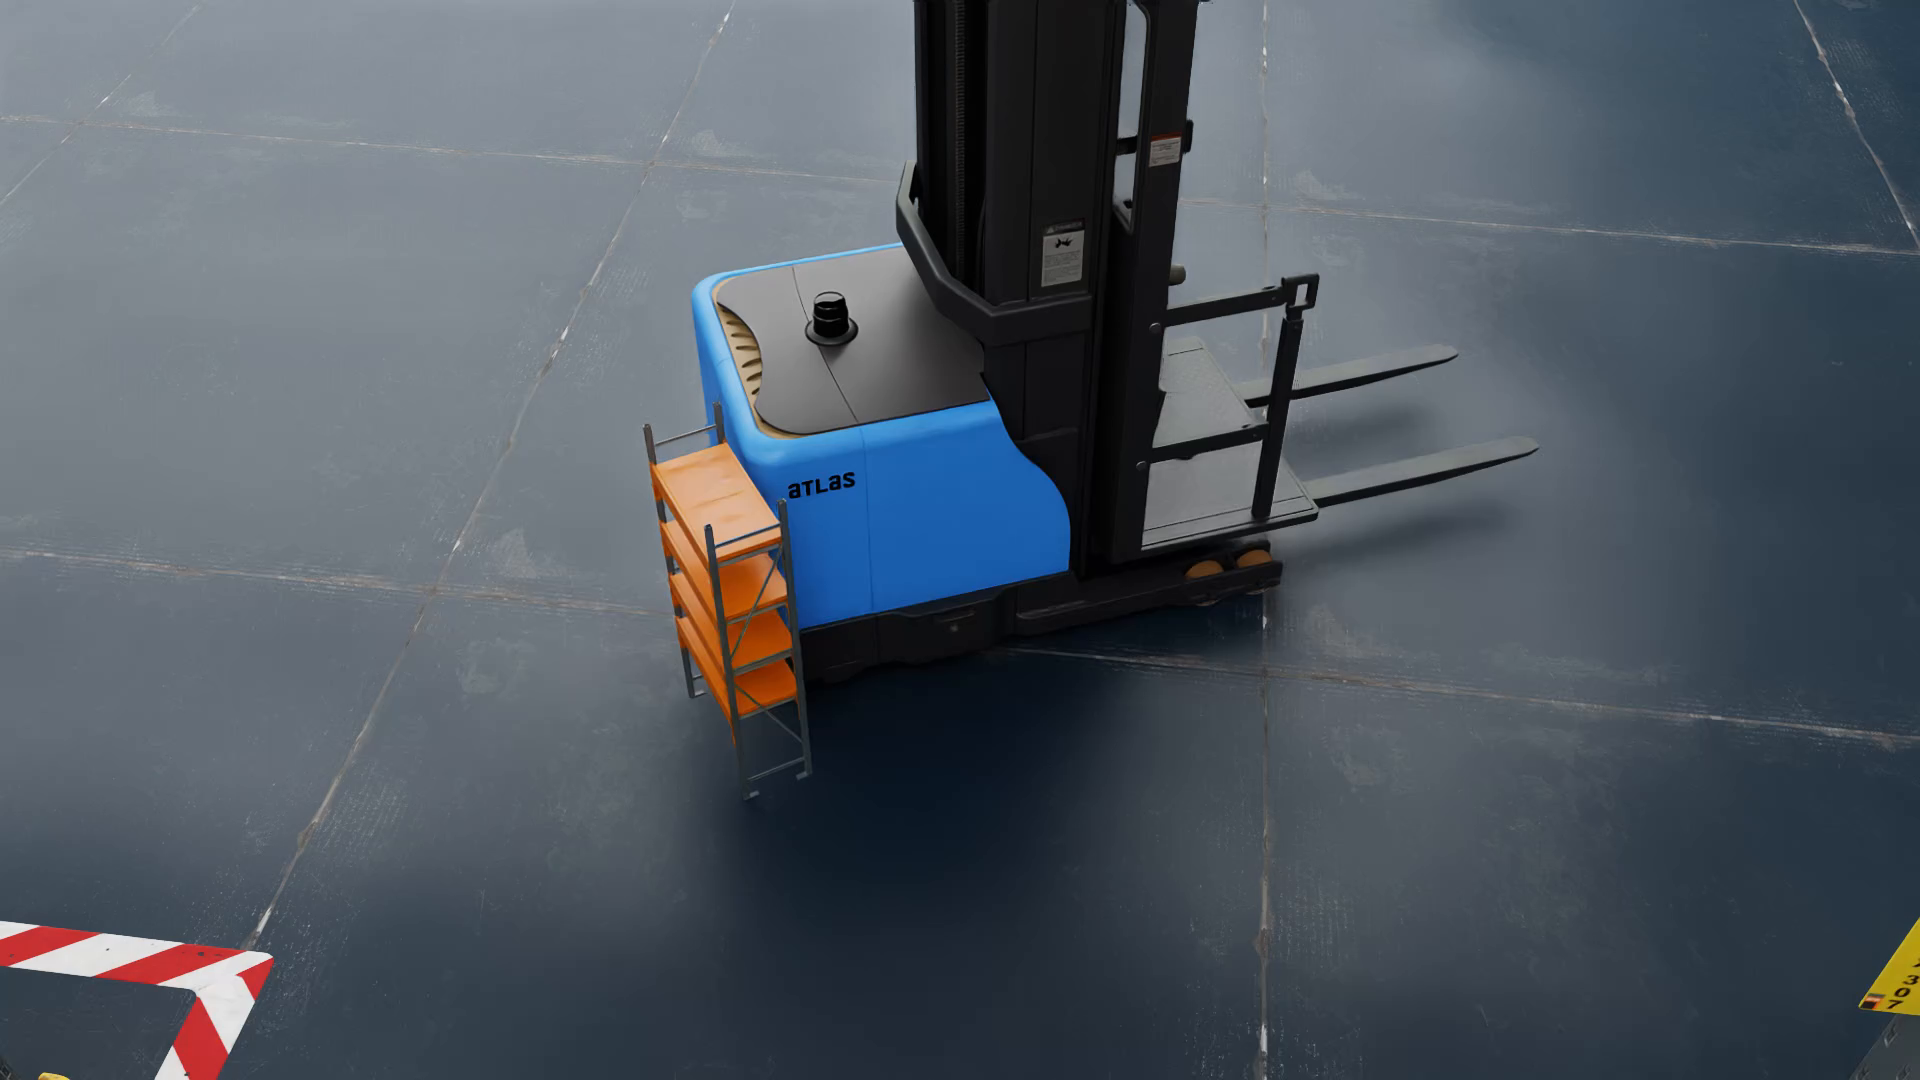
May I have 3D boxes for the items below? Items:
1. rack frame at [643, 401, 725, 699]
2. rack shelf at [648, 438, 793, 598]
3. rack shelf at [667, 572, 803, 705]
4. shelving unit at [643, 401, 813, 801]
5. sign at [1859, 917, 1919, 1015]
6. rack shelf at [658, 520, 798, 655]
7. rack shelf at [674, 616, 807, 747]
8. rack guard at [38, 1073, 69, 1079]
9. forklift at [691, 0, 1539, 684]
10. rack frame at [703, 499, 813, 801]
[{"bbox_3d":[-0.819,0.065,5.308,0.240,1.200,0.015,-20,47,-20],"label":"rack frame"},{"bbox_3d":[-0.705,-0.071,4.881,0.258,0.148,0.480,-20,47,-20],"label":"rack shelf"},{"bbox_3d":[-0.705,0.263,5.198,0.258,0.148,0.480,-20,47,-20],"label":"rack shelf"},{"bbox_3d":[-0.705,0.214,5.151,0.258,1.200,0.503,-20,47,-20],"label":"shelving unit"},{"bbox_3d":[1.556,0.671,2.673,0.100,0.325,0.005,5,44,6],"label":"sign"},{"bbox_3d":[-0.705,0.100,5.044,0.258,0.148,0.480,-20,47,-20],"label":"rack shelf"},{"bbox_3d":[-0.705,0.407,5.334,0.258,0.148,0.480,-20,47,-20],"label":"rack shelf"},{"bbox_3d":[-2.767,1.579,4.219,1.175,0.500,0.348,5,44,6],"label":"rack guard"},{"bbox_3d":[0.652,-1.162,5.346,3.031,2.935,1.130,-12,45,-12],"label":"forklift"},{"bbox_3d":[-0.592,0.363,4.994,0.240,1.200,0.015,-20,47,-20],"label":"rack frame"}]
